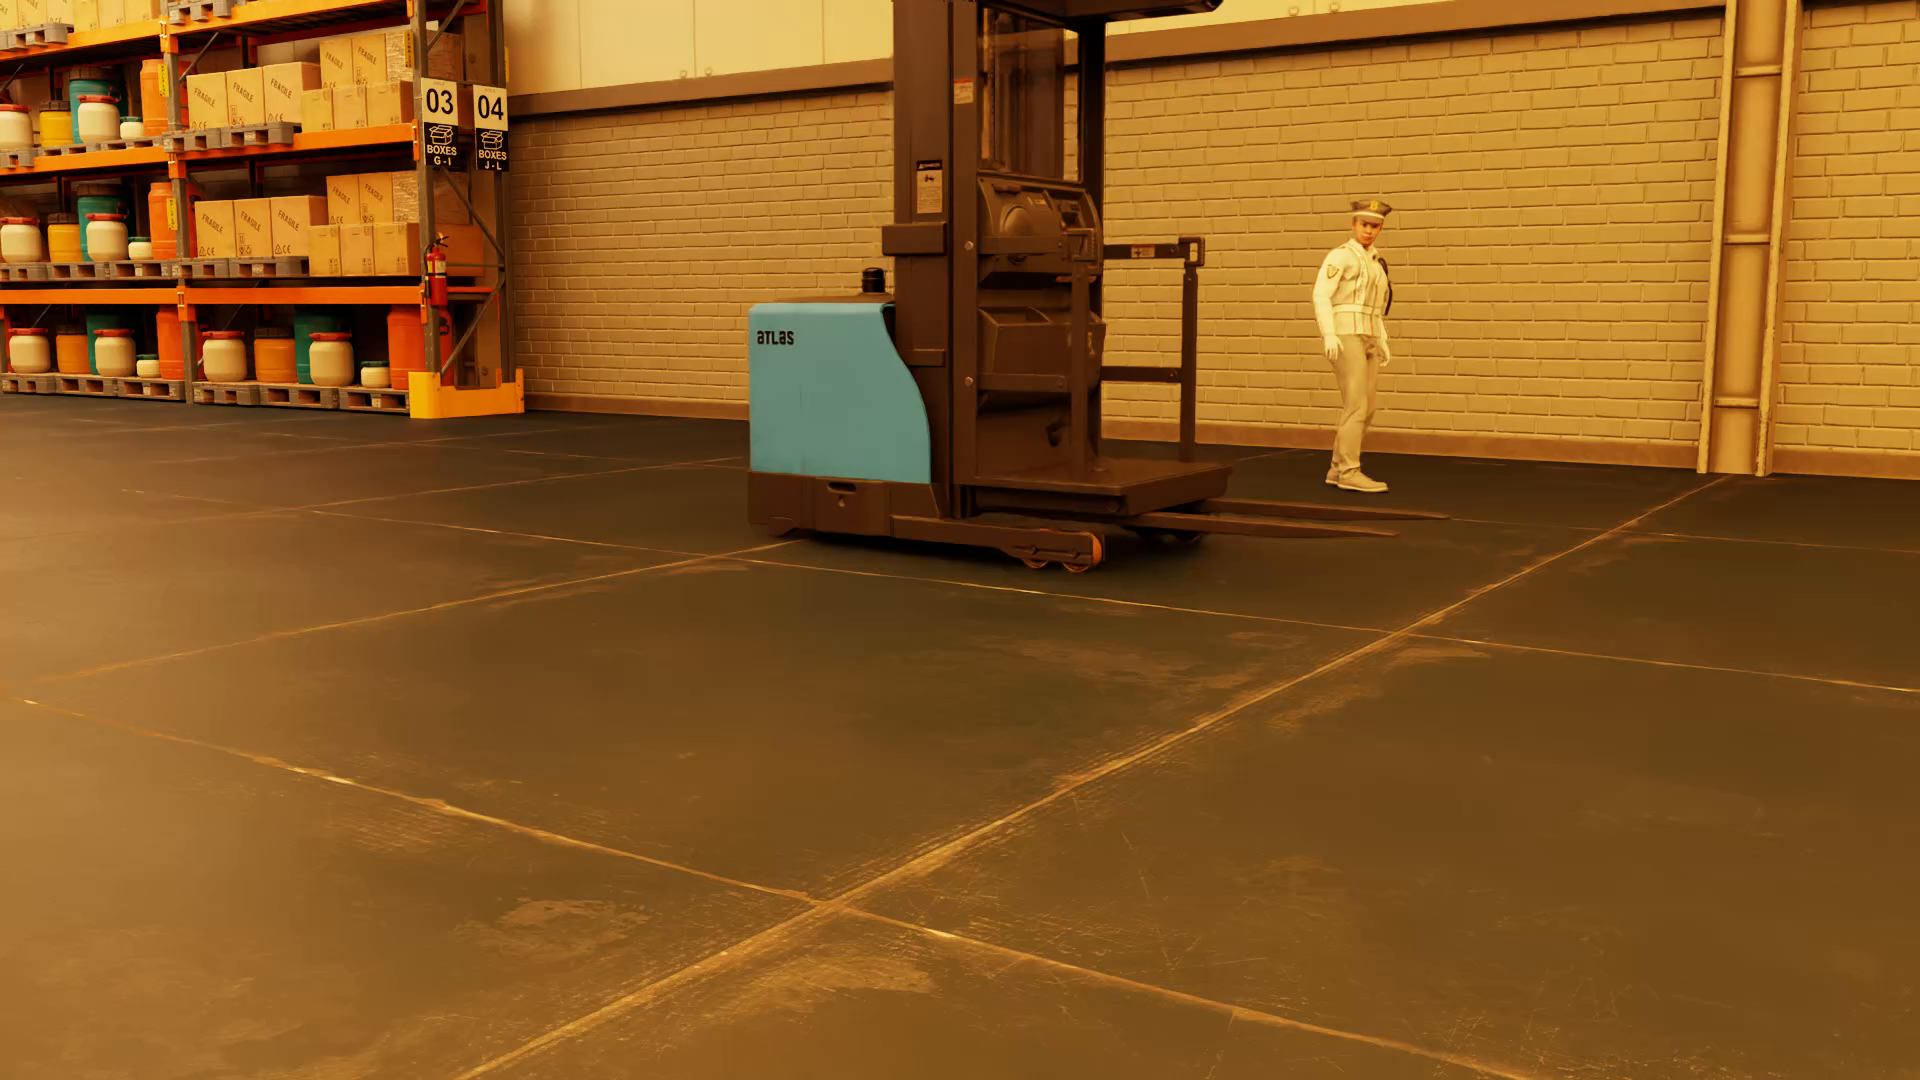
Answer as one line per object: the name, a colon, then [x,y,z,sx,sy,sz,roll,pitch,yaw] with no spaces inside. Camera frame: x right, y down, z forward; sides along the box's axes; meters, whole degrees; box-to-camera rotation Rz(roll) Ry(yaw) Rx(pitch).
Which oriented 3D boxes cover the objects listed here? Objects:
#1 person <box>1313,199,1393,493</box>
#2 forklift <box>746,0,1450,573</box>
person: [2.336,-1.123,9.618,0.451,1.660,0.677,6,10,37]
forklift: [0.528,-1.405,7.072,3.031,2.935,1.130,5,10,33]
